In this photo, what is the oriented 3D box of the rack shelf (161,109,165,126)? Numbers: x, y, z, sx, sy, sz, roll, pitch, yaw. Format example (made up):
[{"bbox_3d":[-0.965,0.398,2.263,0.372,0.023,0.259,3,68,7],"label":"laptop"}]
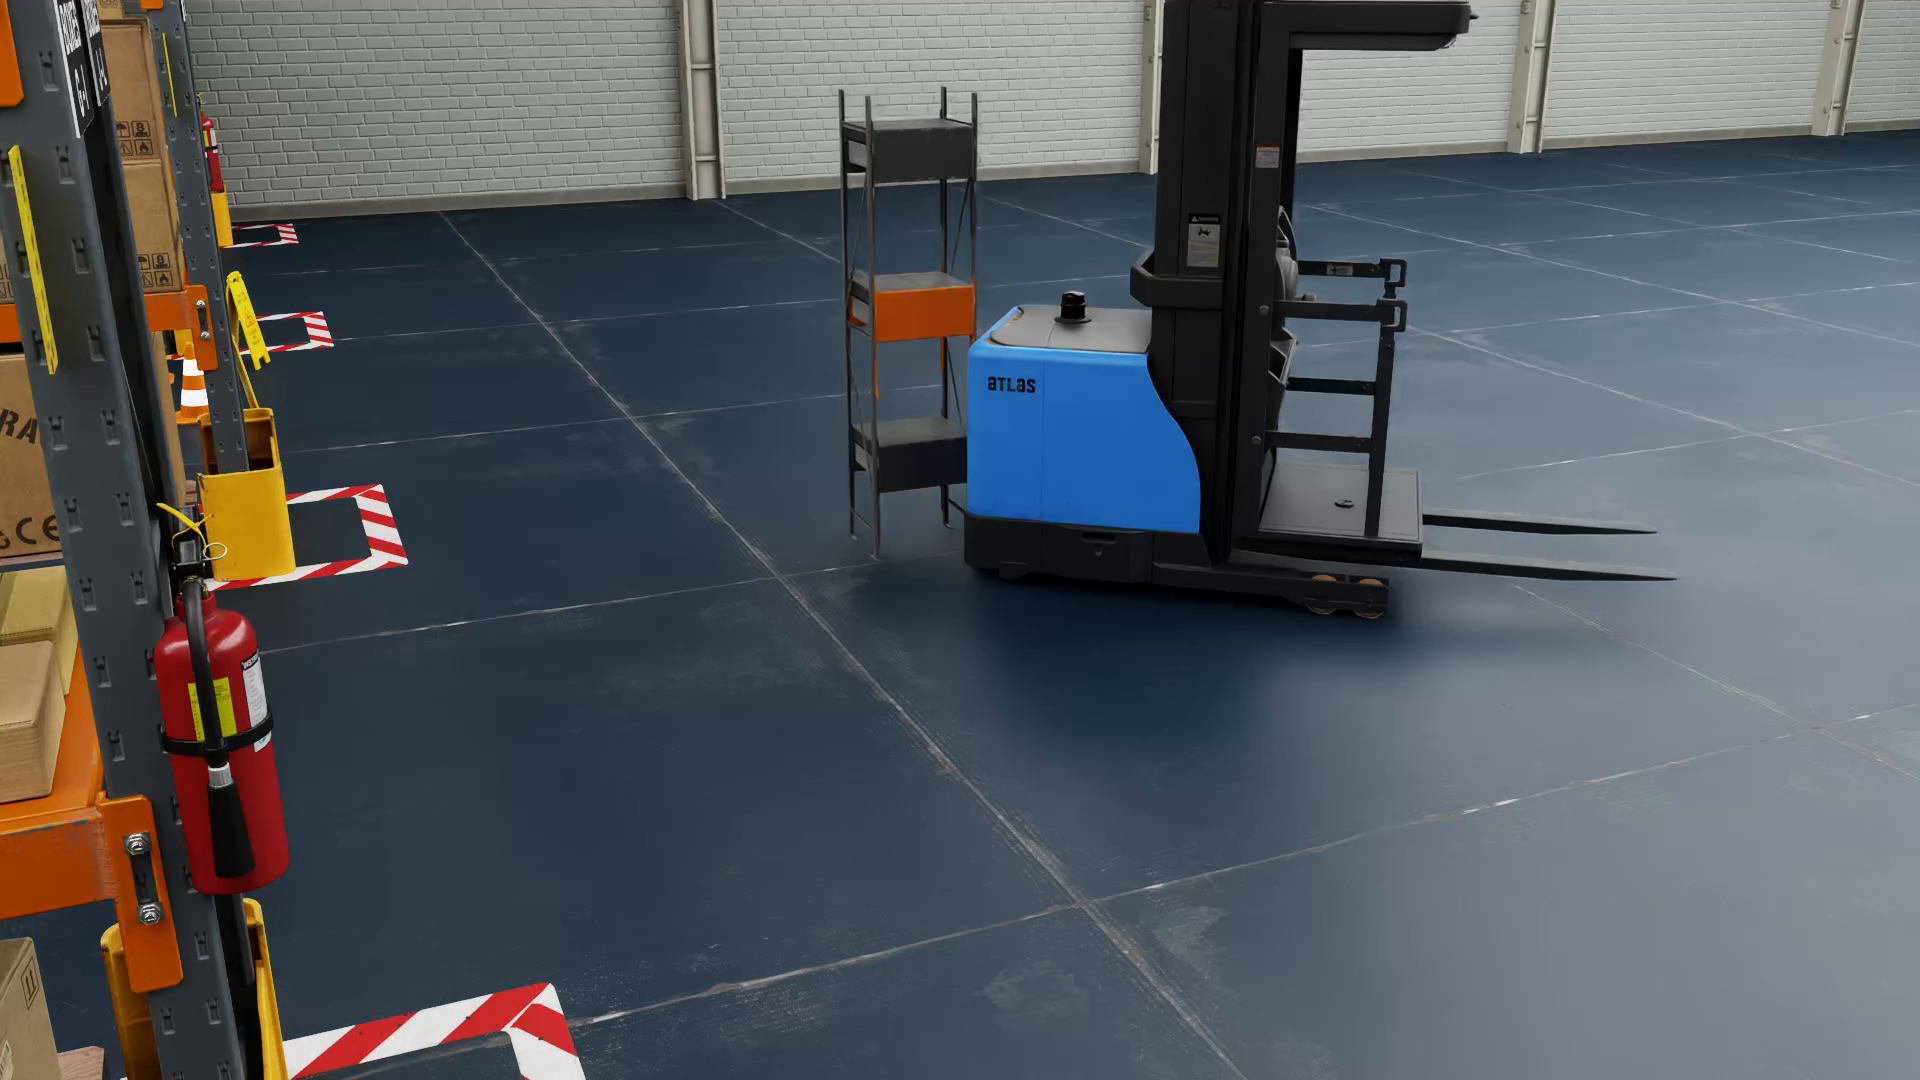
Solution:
[{"bbox_3d":[-9.300,-3.822,15.442,4.000,0.370,1.077,-8,21,-22],"label":"rack shelf"}]

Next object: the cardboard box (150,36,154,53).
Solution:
[{"bbox_3d":[-7.671,-4.646,15.574,0.250,0.149,0.380,-8,21,-21],"label":"cardboard box"}]

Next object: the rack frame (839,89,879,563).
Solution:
[{"bbox_3d":[-0.457,-0.947,7.551,0.015,2.100,0.400,-8,21,-21],"label":"rack frame"}]

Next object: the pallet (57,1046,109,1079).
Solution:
[{"bbox_3d":[-2.399,1.533,3.351,1.213,0.211,1.003,-8,21,-22],"label":"pallet"}]

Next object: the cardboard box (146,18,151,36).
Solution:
[{"bbox_3d":[-7.709,-4.806,15.580,0.250,0.149,0.380,-8,21,-22],"label":"cardboard box"}]

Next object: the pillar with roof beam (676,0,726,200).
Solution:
[{"bbox_3d":[-1.246,-6.913,14.107,0.400,9.000,9.100,-8,21,-22],"label":"pillar with roof beam"}]

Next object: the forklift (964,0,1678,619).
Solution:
[{"bbox_3d":[1.593,-1.243,7.140,3.031,2.935,1.130,5,20,13],"label":"forklift"}]

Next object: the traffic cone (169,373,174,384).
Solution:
[{"bbox_3d":[-5.378,-1.264,10.916,0.334,0.463,0.336,-8,21,-22],"label":"traffic cone"}]

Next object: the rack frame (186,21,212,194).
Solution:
[{"bbox_3d":[-7.464,-4.424,16.070,0.127,3.000,1.000,-8,21,-22],"label":"rack frame"}]

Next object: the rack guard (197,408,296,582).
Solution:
[{"bbox_3d":[-3.419,-0.239,7.947,0.348,0.500,1.175,-8,21,-22],"label":"rack guard"}]

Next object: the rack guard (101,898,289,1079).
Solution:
[{"bbox_3d":[-1.639,1.300,3.576,0.348,0.500,1.175,-8,21,-22],"label":"rack guard"}]

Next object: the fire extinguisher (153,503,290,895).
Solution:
[{"bbox_3d":[-1.281,0.273,2.846,0.183,0.674,0.296,-8,21,-22],"label":"fire extinguisher"}]

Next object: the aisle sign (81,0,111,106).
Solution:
[{"bbox_3d":[-1.631,-1.215,3.041,0.004,0.787,0.394,-8,21,-22],"label":"aisle sign"}]

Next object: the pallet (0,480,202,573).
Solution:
[{"bbox_3d":[-4.144,0.030,7.620,1.213,0.211,1.003,-8,21,-22],"label":"pallet"}]

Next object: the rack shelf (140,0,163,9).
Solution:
[{"bbox_3d":[-5.277,-2.227,6.397,4.000,0.370,1.077,-8,21,-22],"label":"rack shelf"}]

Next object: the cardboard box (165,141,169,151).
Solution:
[{"bbox_3d":[-7.763,-3.641,15.849,0.500,0.250,0.500,-7,21,-20],"label":"cardboard box"}]

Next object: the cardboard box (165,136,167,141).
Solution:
[{"bbox_3d":[-7.980,-3.791,16.275,0.500,0.250,0.500,-8,21,-23],"label":"cardboard box"}]

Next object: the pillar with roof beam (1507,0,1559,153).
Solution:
[{"bbox_3d":[9.773,-8.492,18.591,0.400,9.000,9.100,-8,21,-22],"label":"pillar with roof beam"}]

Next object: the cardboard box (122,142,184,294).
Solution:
[{"bbox_3d":[-3.764,-1.423,7.320,0.550,0.550,0.875,-8,21,-22],"label":"cardboard box"}]

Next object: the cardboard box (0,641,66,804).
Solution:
[{"bbox_3d":[-1.749,0.330,2.946,0.250,0.149,0.380,-8,21,-22],"label":"cardboard box"}]

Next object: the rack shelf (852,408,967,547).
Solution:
[{"bbox_3d":[-0.231,-0.304,7.874,0.480,0.518,0.431,-8,21,-21],"label":"rack shelf"}]

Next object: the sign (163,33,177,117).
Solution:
[{"bbox_3d":[-3.239,-1.905,6.816,0.005,0.325,0.100,-8,21,-22],"label":"sign"}]

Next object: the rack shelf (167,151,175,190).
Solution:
[{"bbox_3d":[-7.331,-2.308,11.145,4.000,0.370,1.077,-8,21,-22],"label":"rack shelf"}]

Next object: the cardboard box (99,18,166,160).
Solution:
[{"bbox_3d":[-3.797,-1.958,7.214,0.550,0.550,0.875,-8,21,-22],"label":"cardboard box"}]

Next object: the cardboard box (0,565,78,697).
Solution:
[{"bbox_3d":[-1.925,0.195,3.331,0.250,0.149,0.380,-8,21,-22],"label":"cardboard box"}]

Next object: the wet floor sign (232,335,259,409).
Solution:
[{"bbox_3d":[-4.199,-0.912,9.640,0.232,0.644,0.267,-12,23,-31],"label":"wet floor sign"}]

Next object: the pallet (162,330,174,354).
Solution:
[{"bbox_3d":[-6.324,-1.489,11.934,1.213,0.211,1.003,-8,21,-22],"label":"pallet"}]

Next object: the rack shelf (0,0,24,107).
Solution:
[{"bbox_3d":[-3.405,-0.701,2.064,4.000,0.370,1.077,-8,21,-22],"label":"rack shelf"}]

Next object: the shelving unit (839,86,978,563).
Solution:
[{"bbox_3d":[-0.231,-0.978,7.637,0.503,2.100,0.431,-8,21,-21],"label":"shelving unit"}]

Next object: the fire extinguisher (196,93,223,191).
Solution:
[{"bbox_3d":[-5.207,-2.749,11.429,0.183,0.674,0.296,-8,21,-22],"label":"fire extinguisher"}]

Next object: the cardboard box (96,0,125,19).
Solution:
[{"bbox_3d":[-5.877,-3.436,11.161,0.500,0.500,0.700,-9,21,-23],"label":"cardboard box"}]

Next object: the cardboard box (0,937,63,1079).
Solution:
[{"bbox_3d":[-2.149,1.169,3.316,0.500,0.500,0.500,-4,20,-12],"label":"cardboard box"}]

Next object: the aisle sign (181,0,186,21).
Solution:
[{"bbox_3d":[-3.257,-2.559,6.858,0.004,0.787,0.394,-8,21,-22],"label":"aisle sign"}]

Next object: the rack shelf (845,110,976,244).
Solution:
[{"bbox_3d":[-0.231,-1.625,7.409,0.480,0.518,0.431,-8,21,-21],"label":"rack shelf"}]

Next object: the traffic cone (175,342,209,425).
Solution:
[{"bbox_3d":[-4.626,-0.971,10.082,0.334,0.463,0.336,-8,21,-22],"label":"traffic cone"}]

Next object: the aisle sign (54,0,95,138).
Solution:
[{"bbox_3d":[-1.393,-1.032,2.521,0.004,0.787,0.394,-8,21,-22],"label":"aisle sign"}]

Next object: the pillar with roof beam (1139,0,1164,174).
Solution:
[{"bbox_3d":[4.263,-7.703,16.349,0.400,9.000,9.100,-8,21,-22],"label":"pillar with roof beam"}]

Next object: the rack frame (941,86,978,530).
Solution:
[{"bbox_3d":[-0.004,-1.008,7.723,0.015,2.100,0.400,-8,21,-21],"label":"rack frame"}]

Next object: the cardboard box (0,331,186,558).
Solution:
[{"bbox_3d":[-4.037,-0.501,7.496,0.875,0.875,0.875,-8,21,-22],"label":"cardboard box"}]

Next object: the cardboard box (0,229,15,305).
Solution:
[{"bbox_3d":[-4.260,-1.344,7.096,0.550,0.550,0.875,-8,21,-22],"label":"cardboard box"}]

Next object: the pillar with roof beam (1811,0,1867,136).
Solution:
[{"bbox_3d":[15.282,-9.281,20.833,0.400,9.000,9.100,-8,21,-22],"label":"pillar with roof beam"}]

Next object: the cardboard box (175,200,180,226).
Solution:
[{"bbox_3d":[-7.770,-3.167,16.008,0.500,0.250,0.500,-8,21,-22],"label":"cardboard box"}]

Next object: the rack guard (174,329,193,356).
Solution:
[{"bbox_3d":[-5.564,-1.722,12.159,0.348,0.500,1.175,-8,21,-22],"label":"rack guard"}]

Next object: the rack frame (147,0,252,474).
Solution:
[{"bbox_3d":[-3.441,-1.415,7.523,0.127,3.000,1.000,-8,21,-22],"label":"rack frame"}]

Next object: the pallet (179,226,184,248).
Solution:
[{"bbox_3d":[-8.150,-2.995,16.211,1.213,0.211,1.003,-8,21,-22],"label":"pallet"}]

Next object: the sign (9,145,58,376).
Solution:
[{"bbox_3d":[-1.368,-0.412,2.457,0.005,0.325,0.100,-8,21,-22],"label":"sign"}]

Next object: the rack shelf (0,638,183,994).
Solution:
[{"bbox_3d":[-3.405,0.714,2.562,4.000,0.370,1.077,-8,21,-22],"label":"rack shelf"}]

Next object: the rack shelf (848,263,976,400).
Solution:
[{"bbox_3d":[-0.231,-0.965,7.642,0.480,0.518,0.431,-8,21,-21],"label":"rack shelf"}]

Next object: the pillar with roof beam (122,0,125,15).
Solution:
[{"bbox_3d":[-6.755,-6.124,11.866,0.400,9.000,9.100,-8,21,-22],"label":"pillar with roof beam"}]

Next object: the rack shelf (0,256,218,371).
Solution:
[{"bbox_3d":[-5.277,-0.812,6.895,4.000,0.370,1.077,-8,21,-22],"label":"rack shelf"}]

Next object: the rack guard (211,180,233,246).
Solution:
[{"bbox_3d":[-7.442,-3.248,16.494,0.348,0.500,1.175,-8,21,-22],"label":"rack guard"}]

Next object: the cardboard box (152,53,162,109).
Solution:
[{"bbox_3d":[-7.812,-4.326,15.642,0.500,0.500,0.500,-9,21,-23],"label":"cardboard box"}]

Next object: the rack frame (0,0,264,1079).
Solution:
[{"bbox_3d":[-1.570,0.110,3.192,0.053,2.616,0.949,-8,21,-22],"label":"rack frame"}]

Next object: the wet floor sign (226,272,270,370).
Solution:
[{"bbox_3d":[-4.896,-1.499,11.308,0.232,0.644,0.267,-1,19,-3],"label":"wet floor sign"}]

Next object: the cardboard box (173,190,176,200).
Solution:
[{"bbox_3d":[-7.787,-3.402,15.921,0.500,0.250,0.500,-8,21,-23],"label":"cardboard box"}]

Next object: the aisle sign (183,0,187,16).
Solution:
[{"bbox_3d":[-3.495,-2.742,7.378,0.004,0.787,0.394,-8,21,-22],"label":"aisle sign"}]
